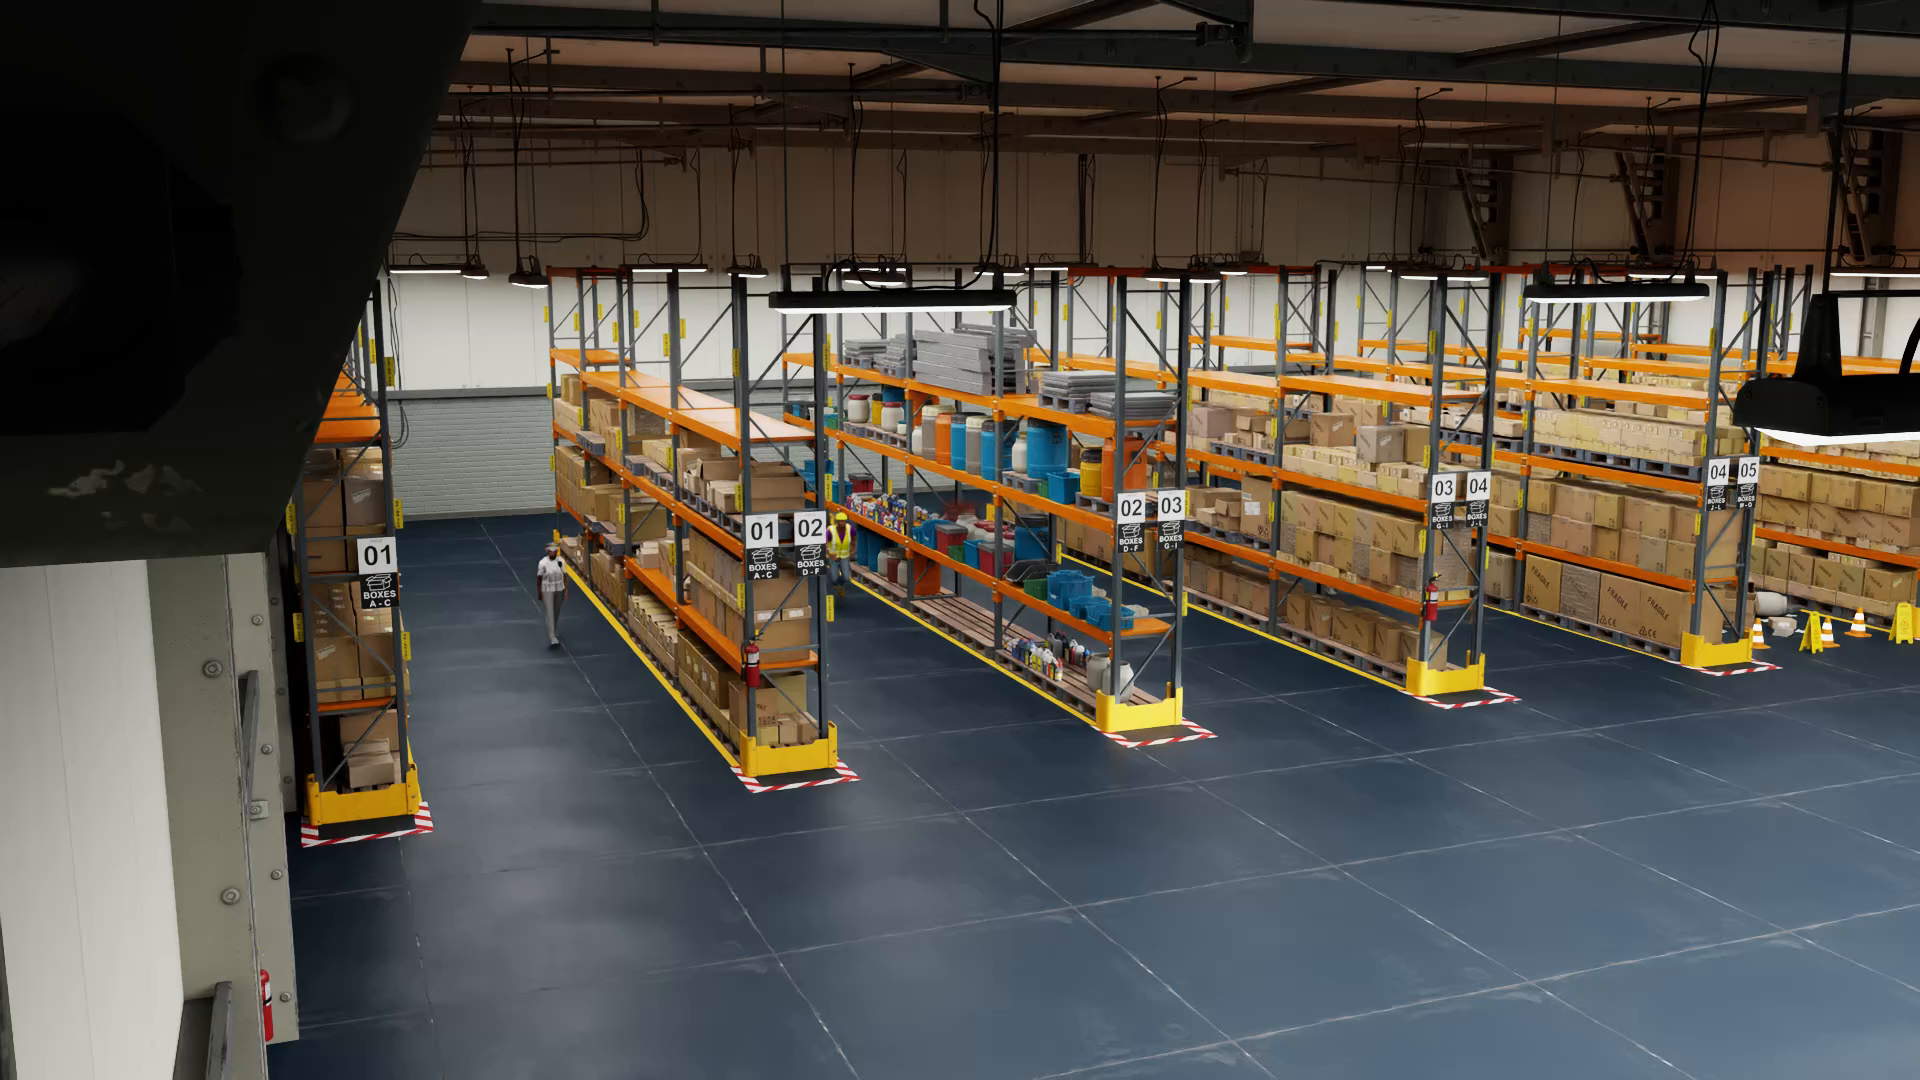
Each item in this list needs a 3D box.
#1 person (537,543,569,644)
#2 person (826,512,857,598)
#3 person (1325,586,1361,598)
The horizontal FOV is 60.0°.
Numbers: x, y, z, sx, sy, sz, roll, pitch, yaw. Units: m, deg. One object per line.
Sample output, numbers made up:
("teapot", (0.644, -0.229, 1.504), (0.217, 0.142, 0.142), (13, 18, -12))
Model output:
("person", (-6.591, 0.835, 27.037), (0.470, 1.623, 0.970), (-7, 12, -34))
("person", (-2.167, 0.272, 29.726), (0.695, 1.607, 0.711), (-2, 10, -11))
("person", (7.069, 0.257, 30.363), (0.498, 1.626, 1.041), (-3, 10, -18))
